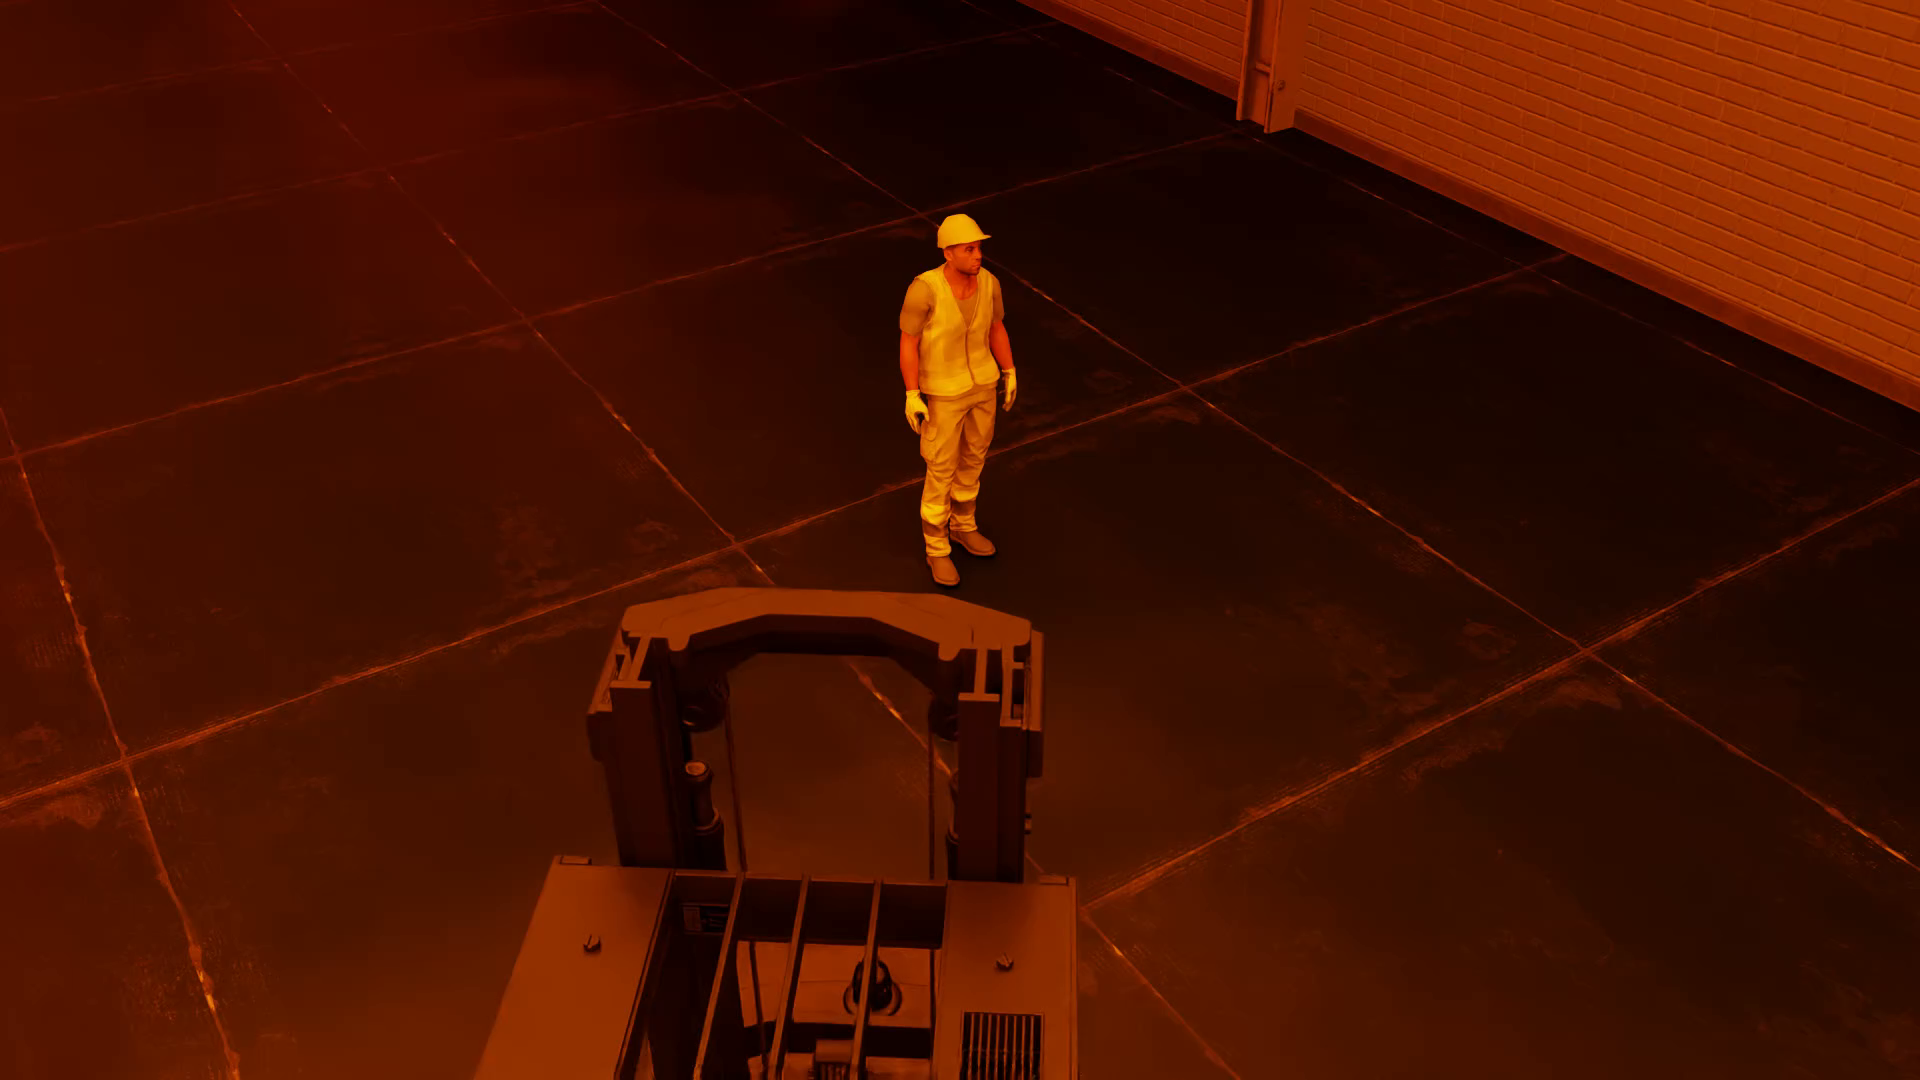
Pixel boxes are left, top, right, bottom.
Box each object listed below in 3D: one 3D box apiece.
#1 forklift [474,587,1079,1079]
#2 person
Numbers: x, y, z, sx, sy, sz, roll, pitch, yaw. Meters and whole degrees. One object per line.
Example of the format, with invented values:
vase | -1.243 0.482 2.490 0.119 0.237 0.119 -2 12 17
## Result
forklift | -0.318 1.684 3.750 1.130 2.935 3.031 2 35 3
person | 0.034 -0.695 8.118 0.637 1.790 0.562 -21 40 -27
